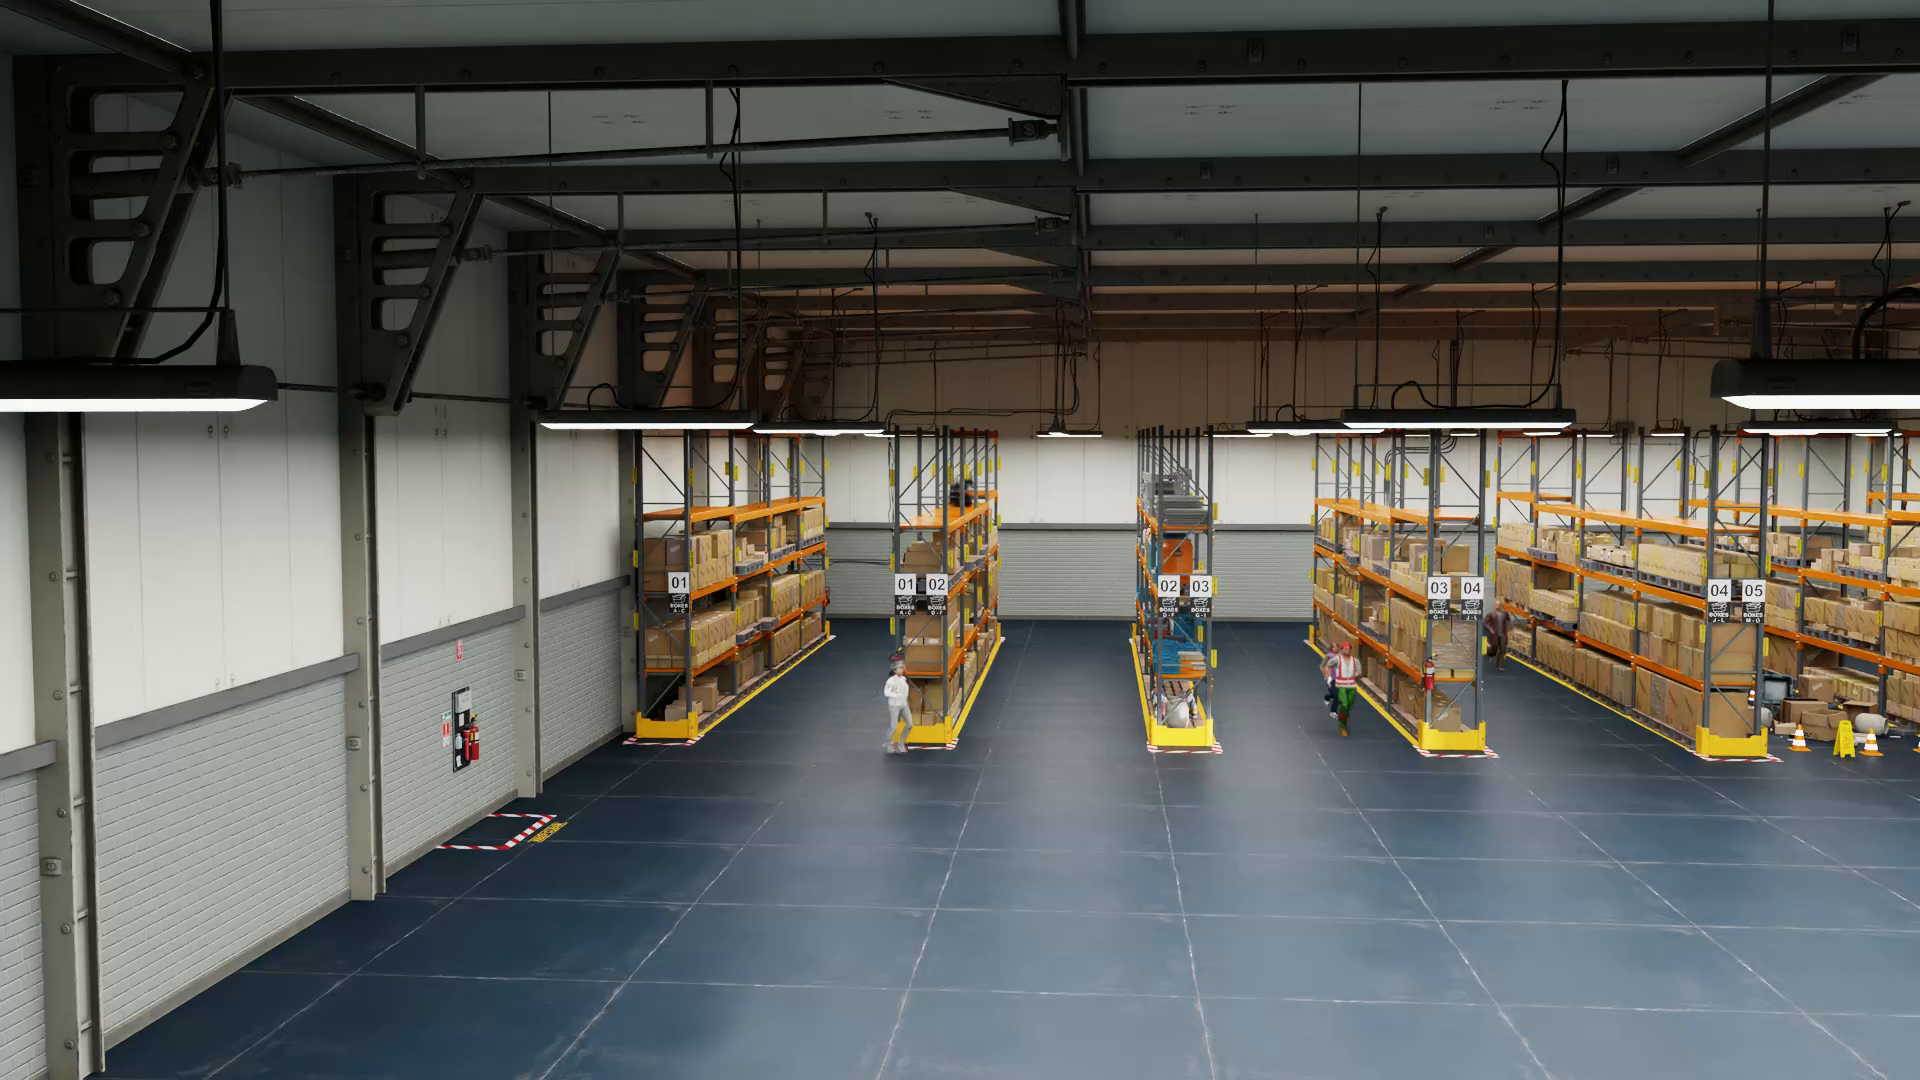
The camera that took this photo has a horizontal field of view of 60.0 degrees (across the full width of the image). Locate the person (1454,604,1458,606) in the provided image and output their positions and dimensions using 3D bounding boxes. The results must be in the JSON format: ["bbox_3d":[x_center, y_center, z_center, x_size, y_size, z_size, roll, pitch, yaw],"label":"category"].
[{"bbox_3d":[13.702,2.164,46.655,0.582,1.538,0.547,3,5,44],"label":"person"}]

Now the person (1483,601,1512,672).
[{"bbox_3d":[13.393,2.377,41.353,0.725,1.742,0.920,0,3,2],"label":"person"}]

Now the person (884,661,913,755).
[{"bbox_3d":[-1.108,3.056,30.327,0.622,1.716,0.594,-3,5,-42],"label":"person"}]

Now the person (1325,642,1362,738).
[{"bbox_3d":[7.467,2.890,32.230,0.643,1.846,0.762,-1,3,-11],"label":"person"}]

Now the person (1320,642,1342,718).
[{"bbox_3d":[7.737,2.886,34.443,0.537,1.560,0.549,0,3,-5],"label":"person"}]
